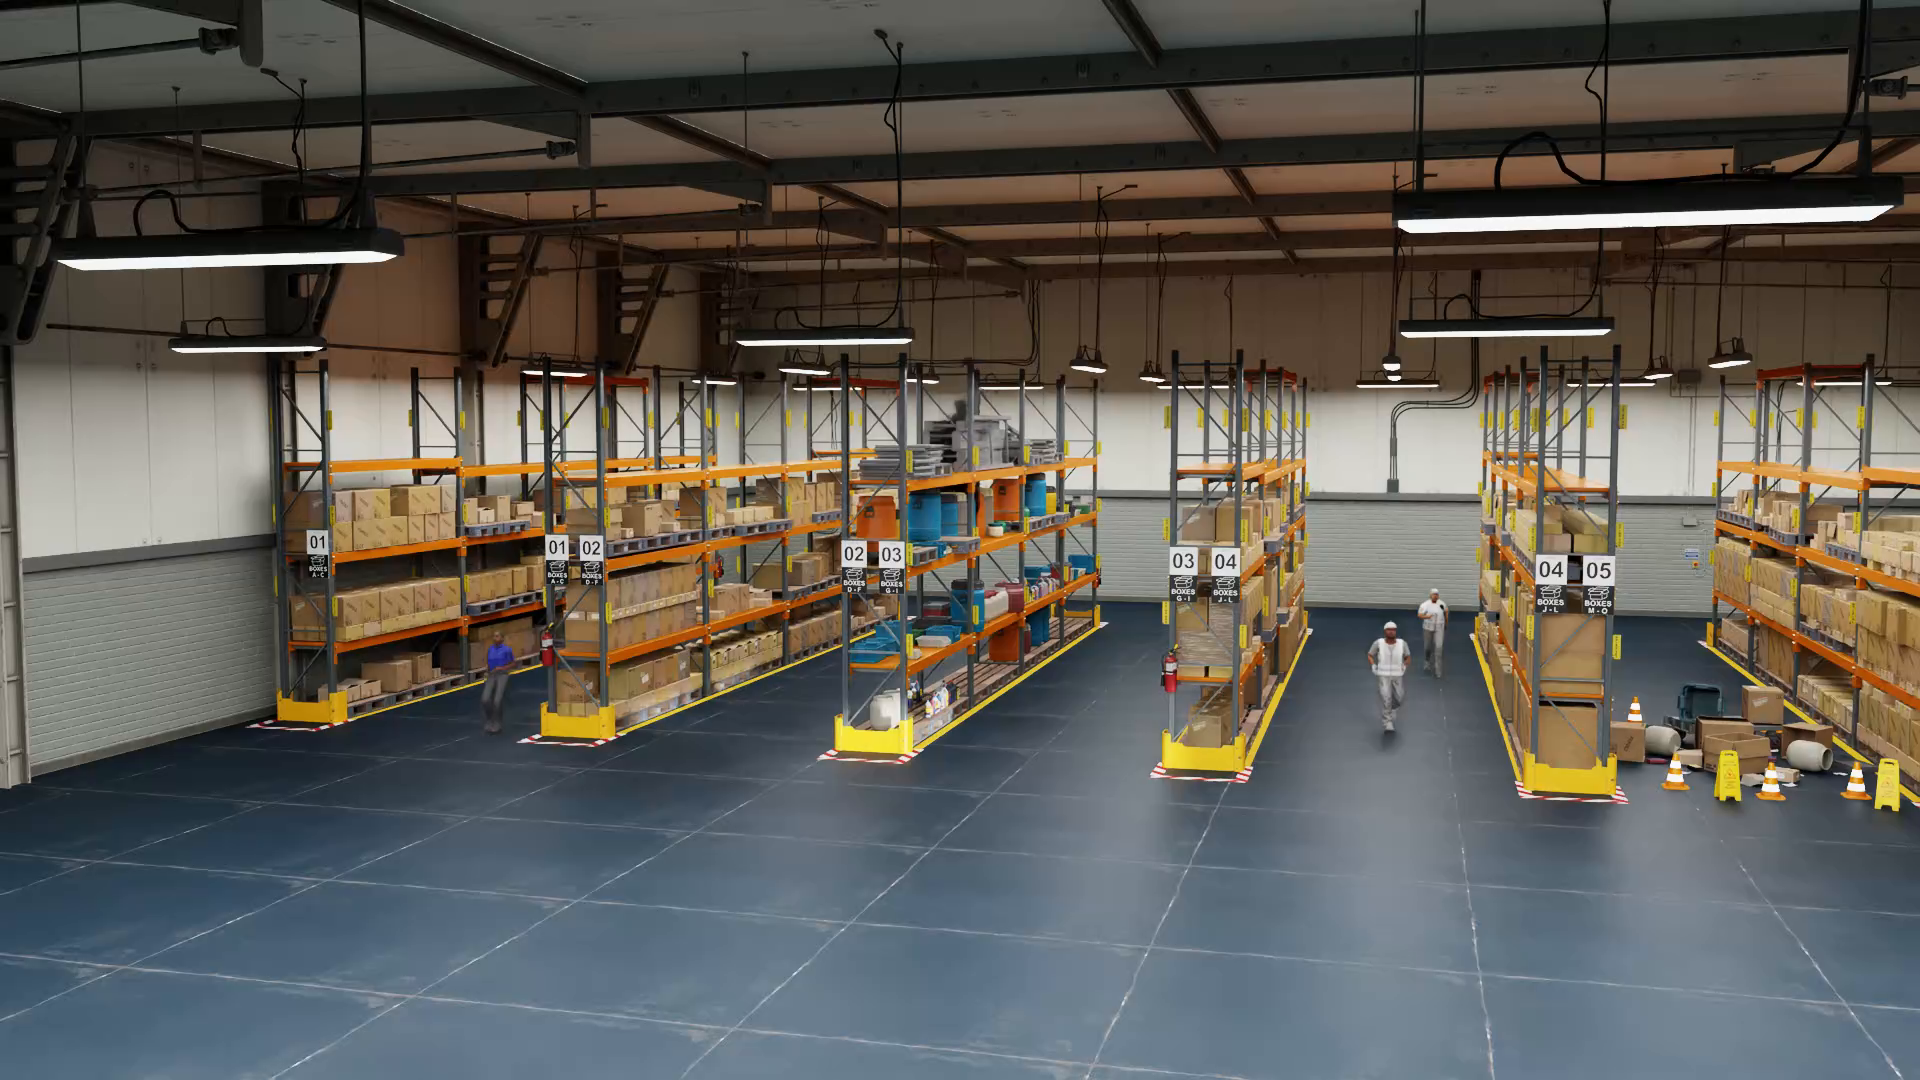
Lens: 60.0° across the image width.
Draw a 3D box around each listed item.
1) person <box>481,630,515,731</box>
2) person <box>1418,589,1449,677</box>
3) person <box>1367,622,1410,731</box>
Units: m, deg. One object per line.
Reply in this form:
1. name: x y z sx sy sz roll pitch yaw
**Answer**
1. person: -7.485 2.278 26.854 0.558 1.645 0.528 1 4 16
2. person: 9.339 1.796 32.830 0.624 1.695 0.874 1 4 9
3. person: 6.961 2.195 26.976 0.689 1.740 0.747 0 4 6
